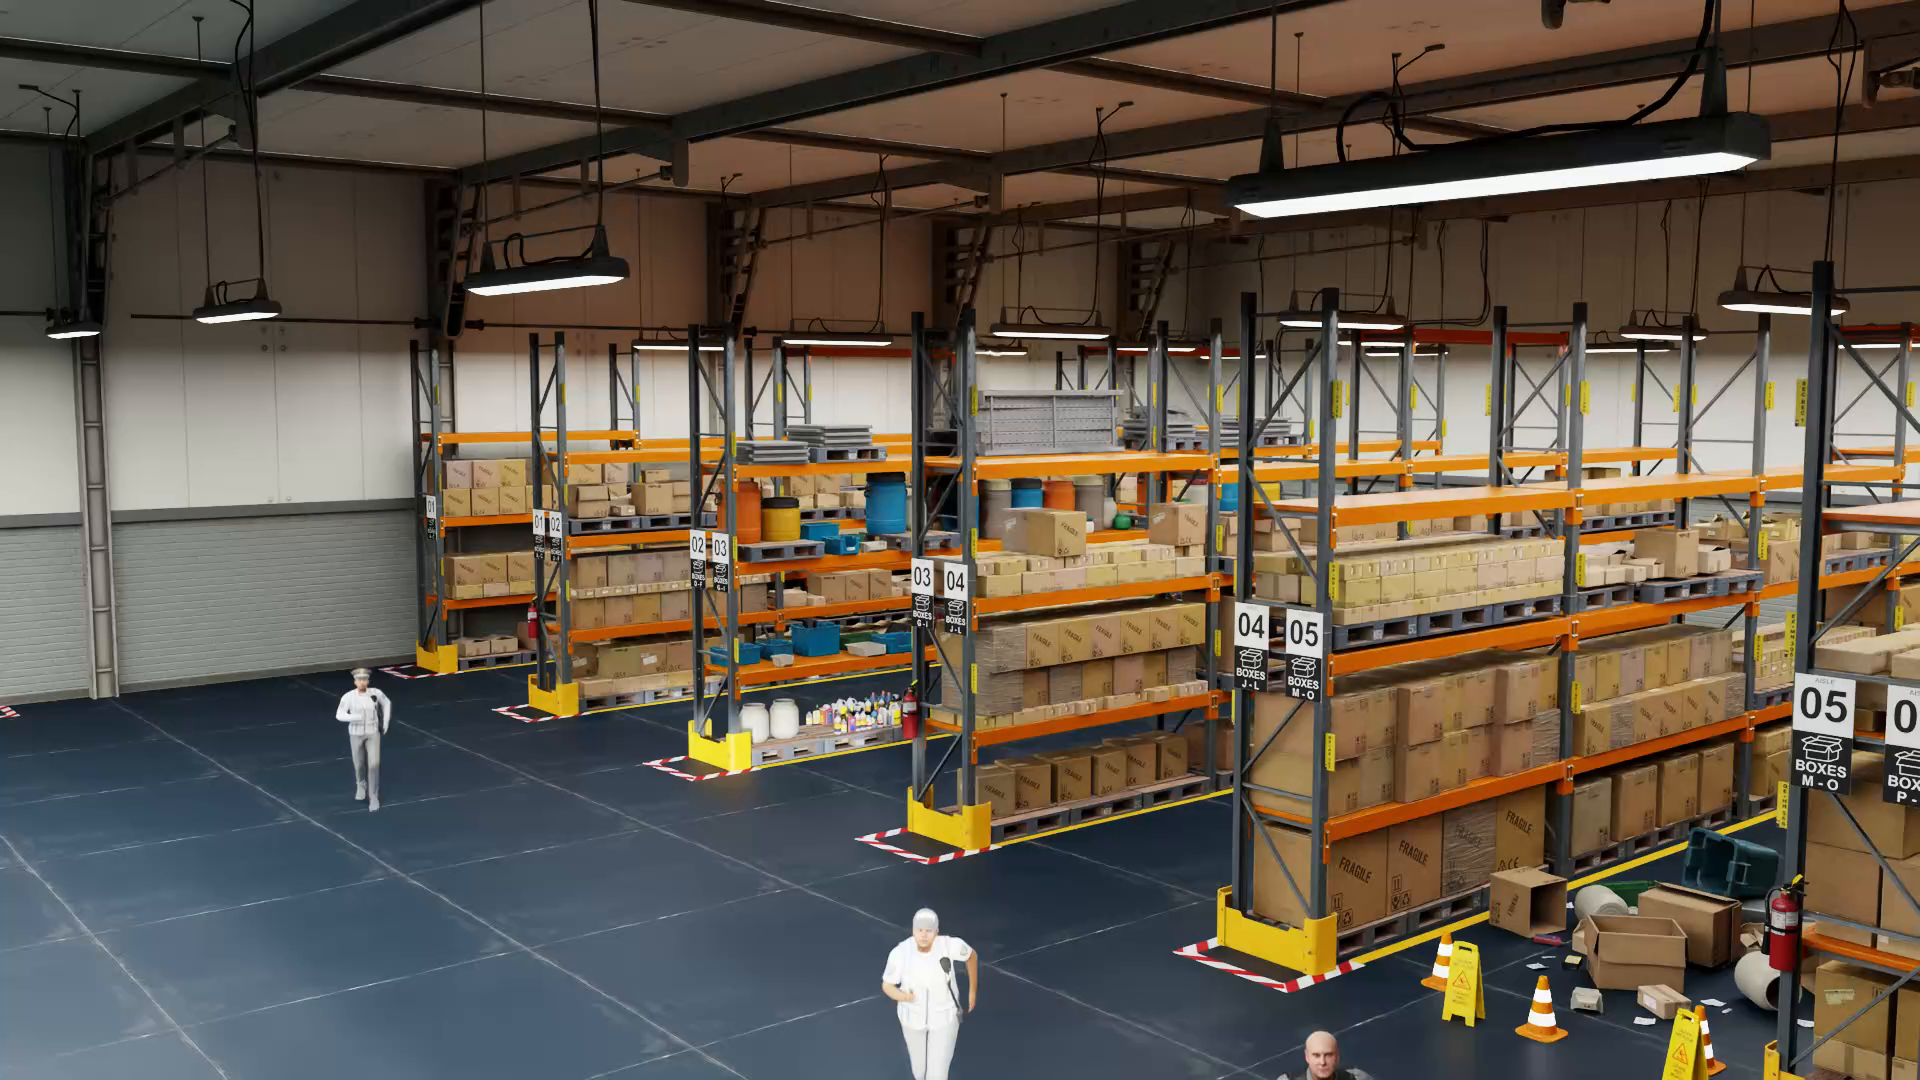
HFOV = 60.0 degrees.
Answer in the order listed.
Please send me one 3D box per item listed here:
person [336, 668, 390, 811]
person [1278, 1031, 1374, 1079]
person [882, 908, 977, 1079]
[{"bbox_3d":[-7.331,2.428,20.464,0.627,1.758,0.767,-2,6,-19],"label":"person"},{"bbox_3d":[1.949,3.497,8.992,0.643,1.797,0.848,1,5,14],"label":"person"},{"bbox_3d":[-0.204,3.305,11.345,0.626,1.706,0.830,1,5,5],"label":"person"}]
